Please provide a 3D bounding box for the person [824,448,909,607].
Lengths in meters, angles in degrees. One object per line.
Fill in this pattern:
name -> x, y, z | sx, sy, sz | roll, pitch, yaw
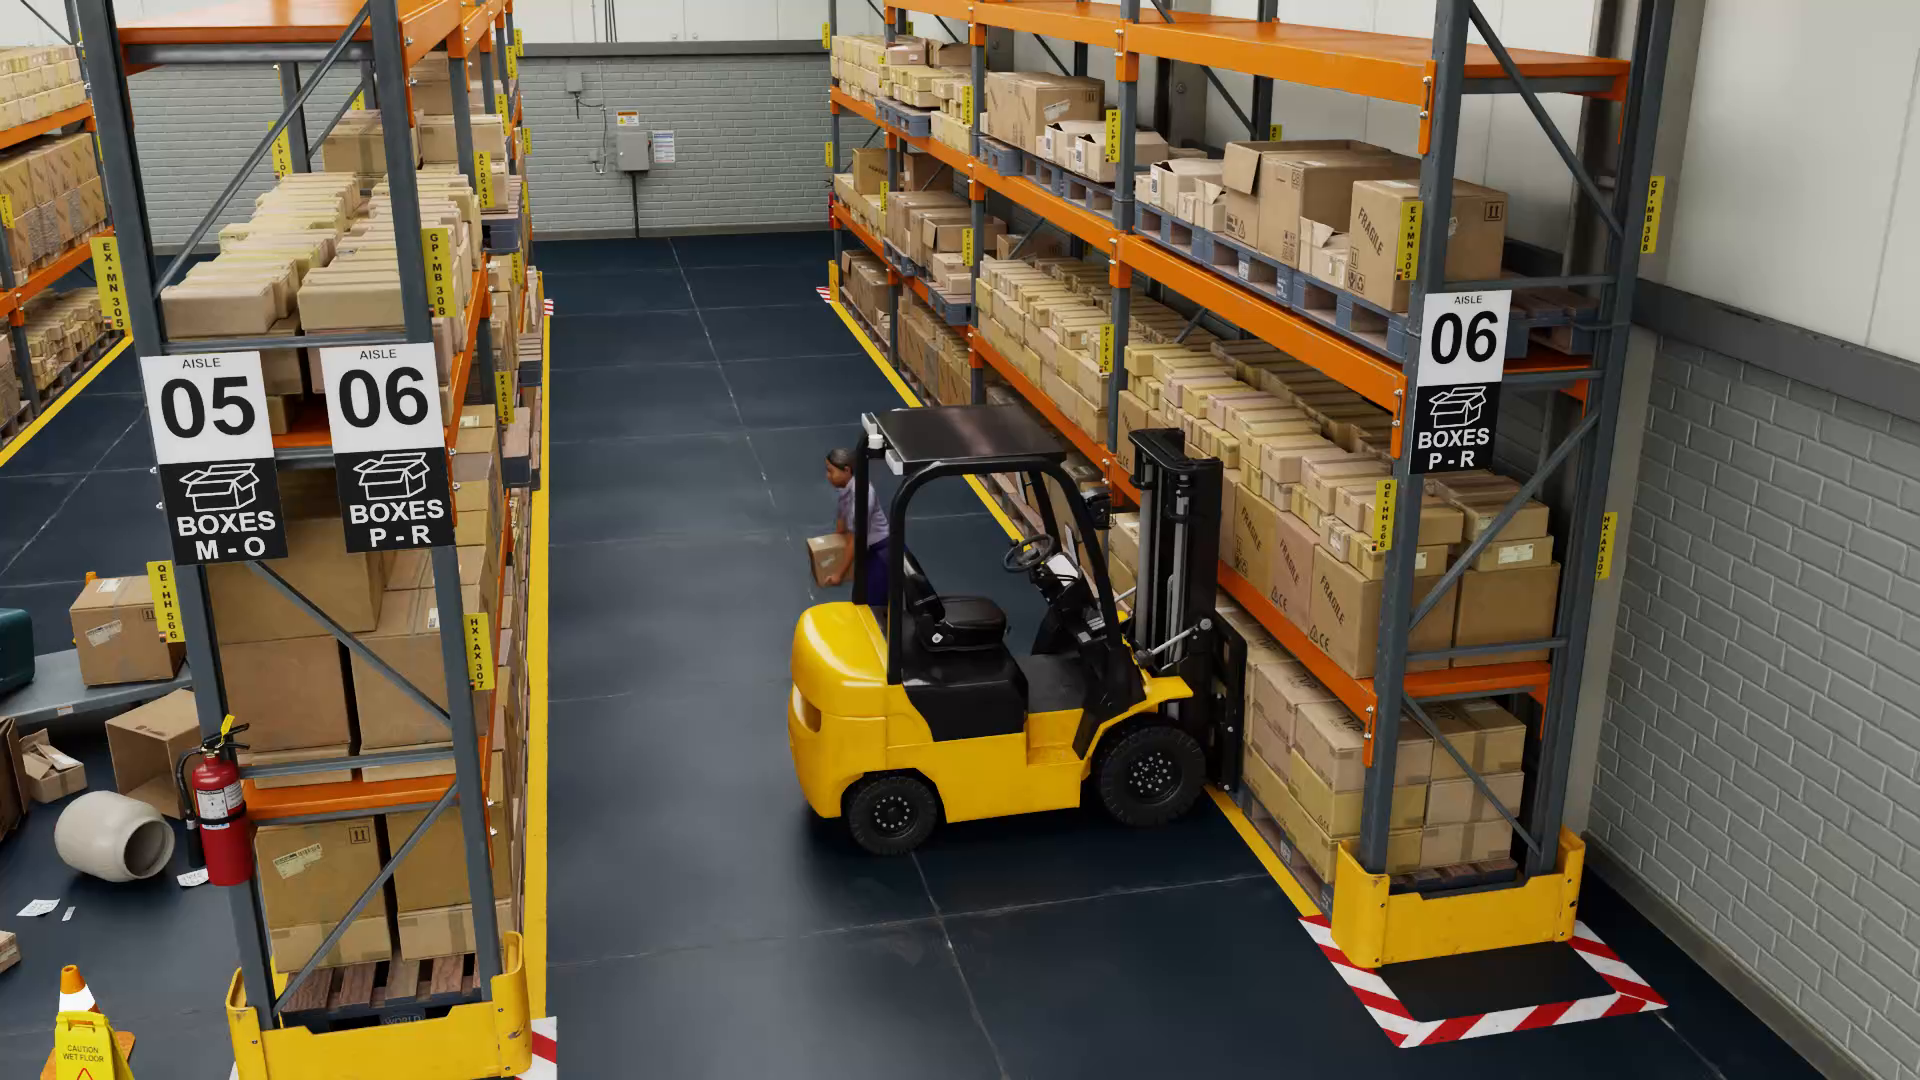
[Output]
person -> -0.619, 0.151, 10.776 | 0.583, 1.588, 0.441 | -5, 20, -13
